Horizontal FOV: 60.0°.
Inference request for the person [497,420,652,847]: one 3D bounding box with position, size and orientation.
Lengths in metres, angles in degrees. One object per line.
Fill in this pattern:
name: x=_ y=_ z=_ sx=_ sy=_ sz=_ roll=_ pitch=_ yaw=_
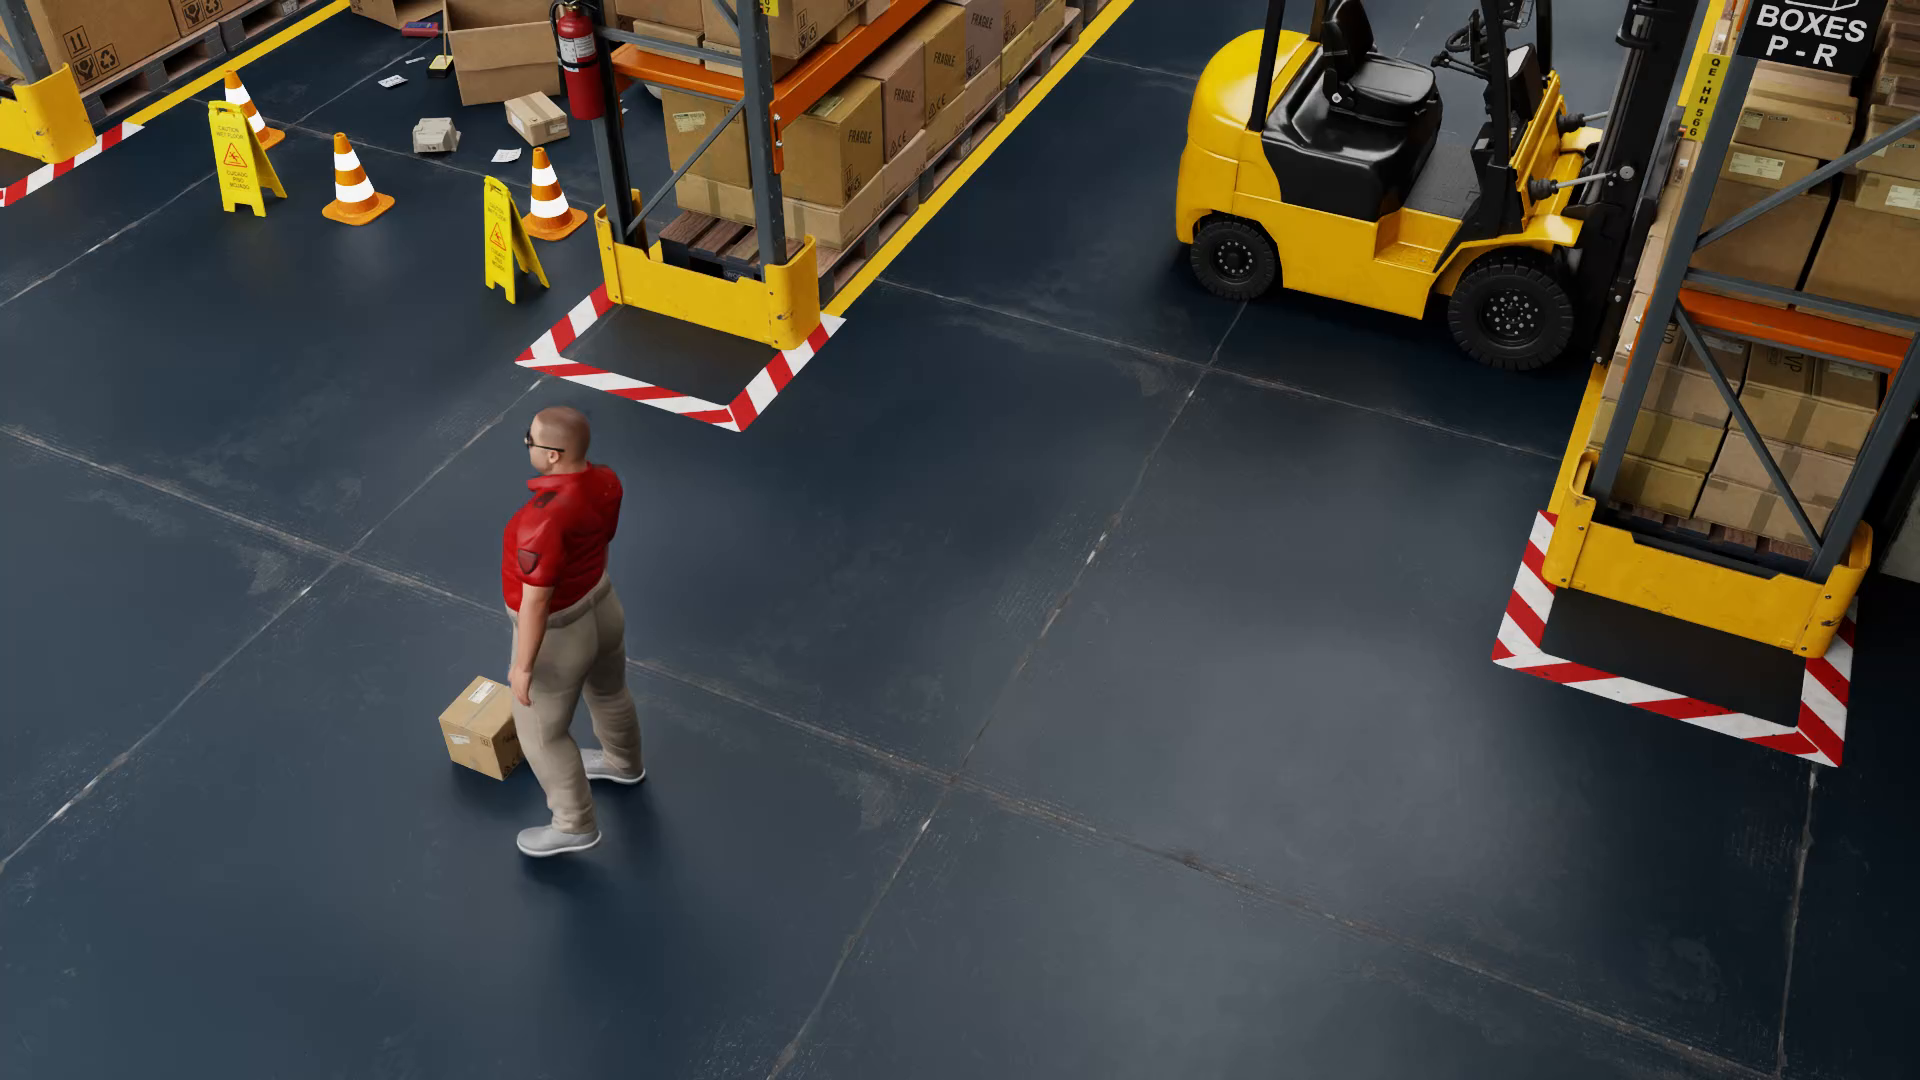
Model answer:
person: x=-1.387 y=0.325 z=5.803 sx=0.363 sy=1.730 sz=0.618 roll=18 pitch=45 yaw=20
